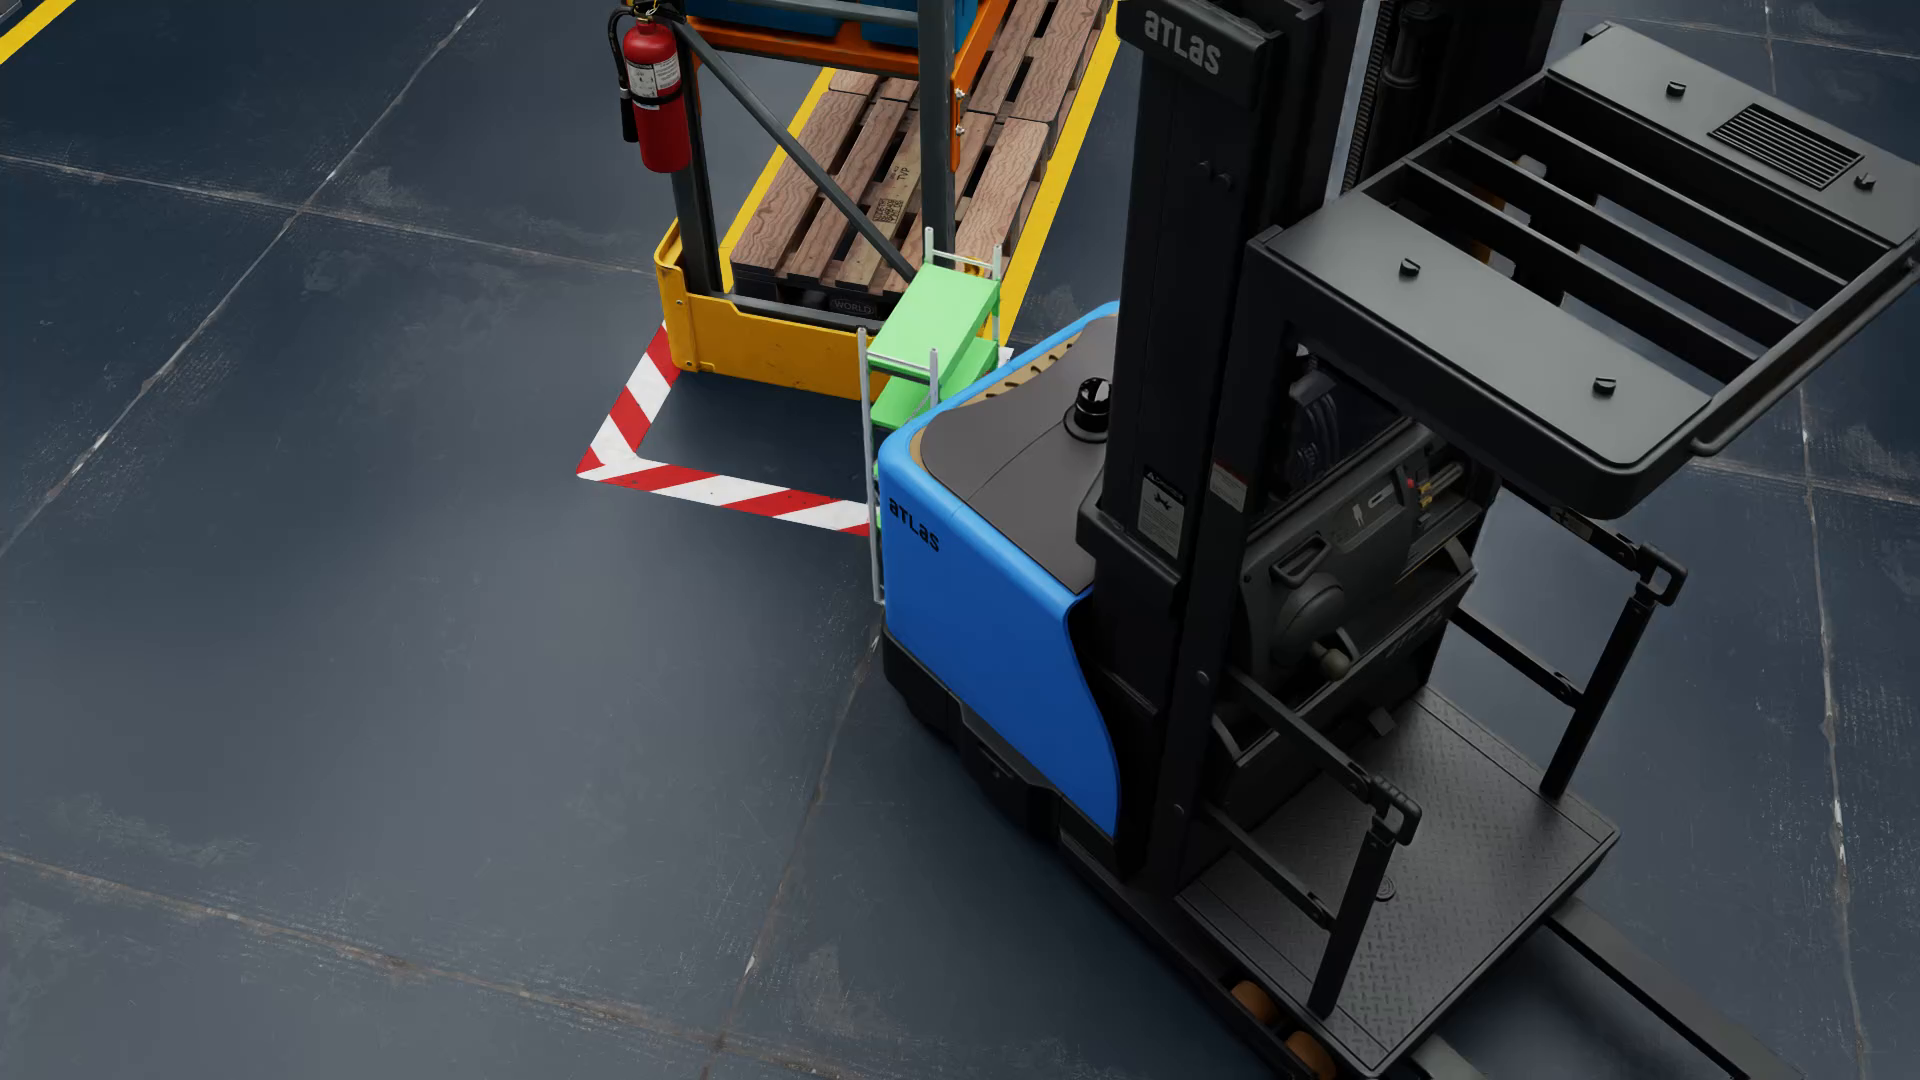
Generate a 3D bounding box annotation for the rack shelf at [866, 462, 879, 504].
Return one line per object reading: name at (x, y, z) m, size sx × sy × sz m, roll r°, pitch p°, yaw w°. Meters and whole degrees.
rack shelf at (-0.083, -0.290, 5.291) m, size 0.258 × 0.148 × 0.480 m, roll 17°, pitch 51°, yaw 14°

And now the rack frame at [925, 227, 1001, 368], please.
rack frame at (0.009, -0.502, 5.393) m, size 0.240 × 1.200 × 0.015 m, roll 17°, pitch 51°, yaw 14°

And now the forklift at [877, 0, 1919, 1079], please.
forklift at (1.107, 0.066, 3.737) m, size 1.130 × 2.935 × 3.031 m, roll -33°, pitch 56°, yaw -26°

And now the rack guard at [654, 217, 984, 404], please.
rack guard at (-0.507, -0.835, 6.153) m, size 1.175 × 0.500 × 0.348 m, roll 12°, pitch 50°, yaw 10°

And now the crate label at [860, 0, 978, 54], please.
crate label at (-0.131, -1.760, 5.374) m, size 0.416 × 0.233 × 0.303 m, roll 12°, pitch 50°, yaw 10°

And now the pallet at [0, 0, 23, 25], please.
pallet at (-5.157, -2.330, 7.666) m, size 1.003 × 0.211 × 1.213 m, roll 12°, pitch 50°, yaw 10°

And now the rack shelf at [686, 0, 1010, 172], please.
rack shelf at (0.013, -2.890, 6.780) m, size 1.077 × 0.370 × 4.000 m, roll 12°, pitch 50°, yaw 10°

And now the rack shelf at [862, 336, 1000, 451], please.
rack shelf at (-0.083, -0.449, 5.111) m, size 0.258 × 0.148 × 0.480 m, roll 17°, pitch 51°, yaw 14°

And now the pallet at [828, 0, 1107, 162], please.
pallet at (0.064, -2.228, 7.575) m, size 1.003 × 0.211 × 1.213 m, roll 12°, pitch 50°, yaw 10°

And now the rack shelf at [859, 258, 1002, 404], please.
rack shelf at (-0.083, -0.608, 4.931) m, size 0.258 × 0.148 × 0.480 m, roll 17°, pitch 51°, yaw 14°

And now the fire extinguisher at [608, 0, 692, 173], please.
fire extinguisher at (-0.992, -1.513, 5.385) m, size 0.296 × 0.674 × 0.183 m, roll 12°, pitch 50°, yaw 10°

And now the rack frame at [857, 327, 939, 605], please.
rack frame at (-0.174, -0.163, 5.094) m, size 0.240 × 1.200 × 0.015 m, roll 17°, pitch 51°, yaw 14°

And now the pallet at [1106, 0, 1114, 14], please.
pallet at (0.383, -3.113, 8.357) m, size 1.003 × 0.211 × 1.213 m, roll 12°, pitch 50°, yaw 10°

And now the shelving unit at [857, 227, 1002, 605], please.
shelving unit at (-0.083, -0.333, 5.243) m, size 0.258 × 1.200 × 0.503 m, roll 17°, pitch 51°, yaw 14°

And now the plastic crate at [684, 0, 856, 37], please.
plastic crate at (-0.606, -1.992, 5.444) m, size 0.616 × 0.435 × 0.499 m, roll 12°, pitch 50°, yaw 10°

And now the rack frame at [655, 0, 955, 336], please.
rack frame at (-0.514, -1.682, 5.234) m, size 1.000 × 3.000 × 0.127 m, roll 12°, pitch 50°, yaw 10°

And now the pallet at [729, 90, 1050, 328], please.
pallet at (-0.259, -1.348, 6.799) m, size 1.003 × 0.211 × 1.213 m, roll 12°, pitch 50°, yaw 10°

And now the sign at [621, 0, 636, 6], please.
sign at (-1.049, -1.833, 5.258) m, size 0.100 × 0.325 × 0.005 m, roll 12°, pitch 50°, yaw 10°

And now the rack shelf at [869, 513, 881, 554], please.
rack shelf at (-0.083, -0.132, 5.471) m, size 0.258 × 0.148 × 0.480 m, roll 17°, pitch 51°, yaw 14°
